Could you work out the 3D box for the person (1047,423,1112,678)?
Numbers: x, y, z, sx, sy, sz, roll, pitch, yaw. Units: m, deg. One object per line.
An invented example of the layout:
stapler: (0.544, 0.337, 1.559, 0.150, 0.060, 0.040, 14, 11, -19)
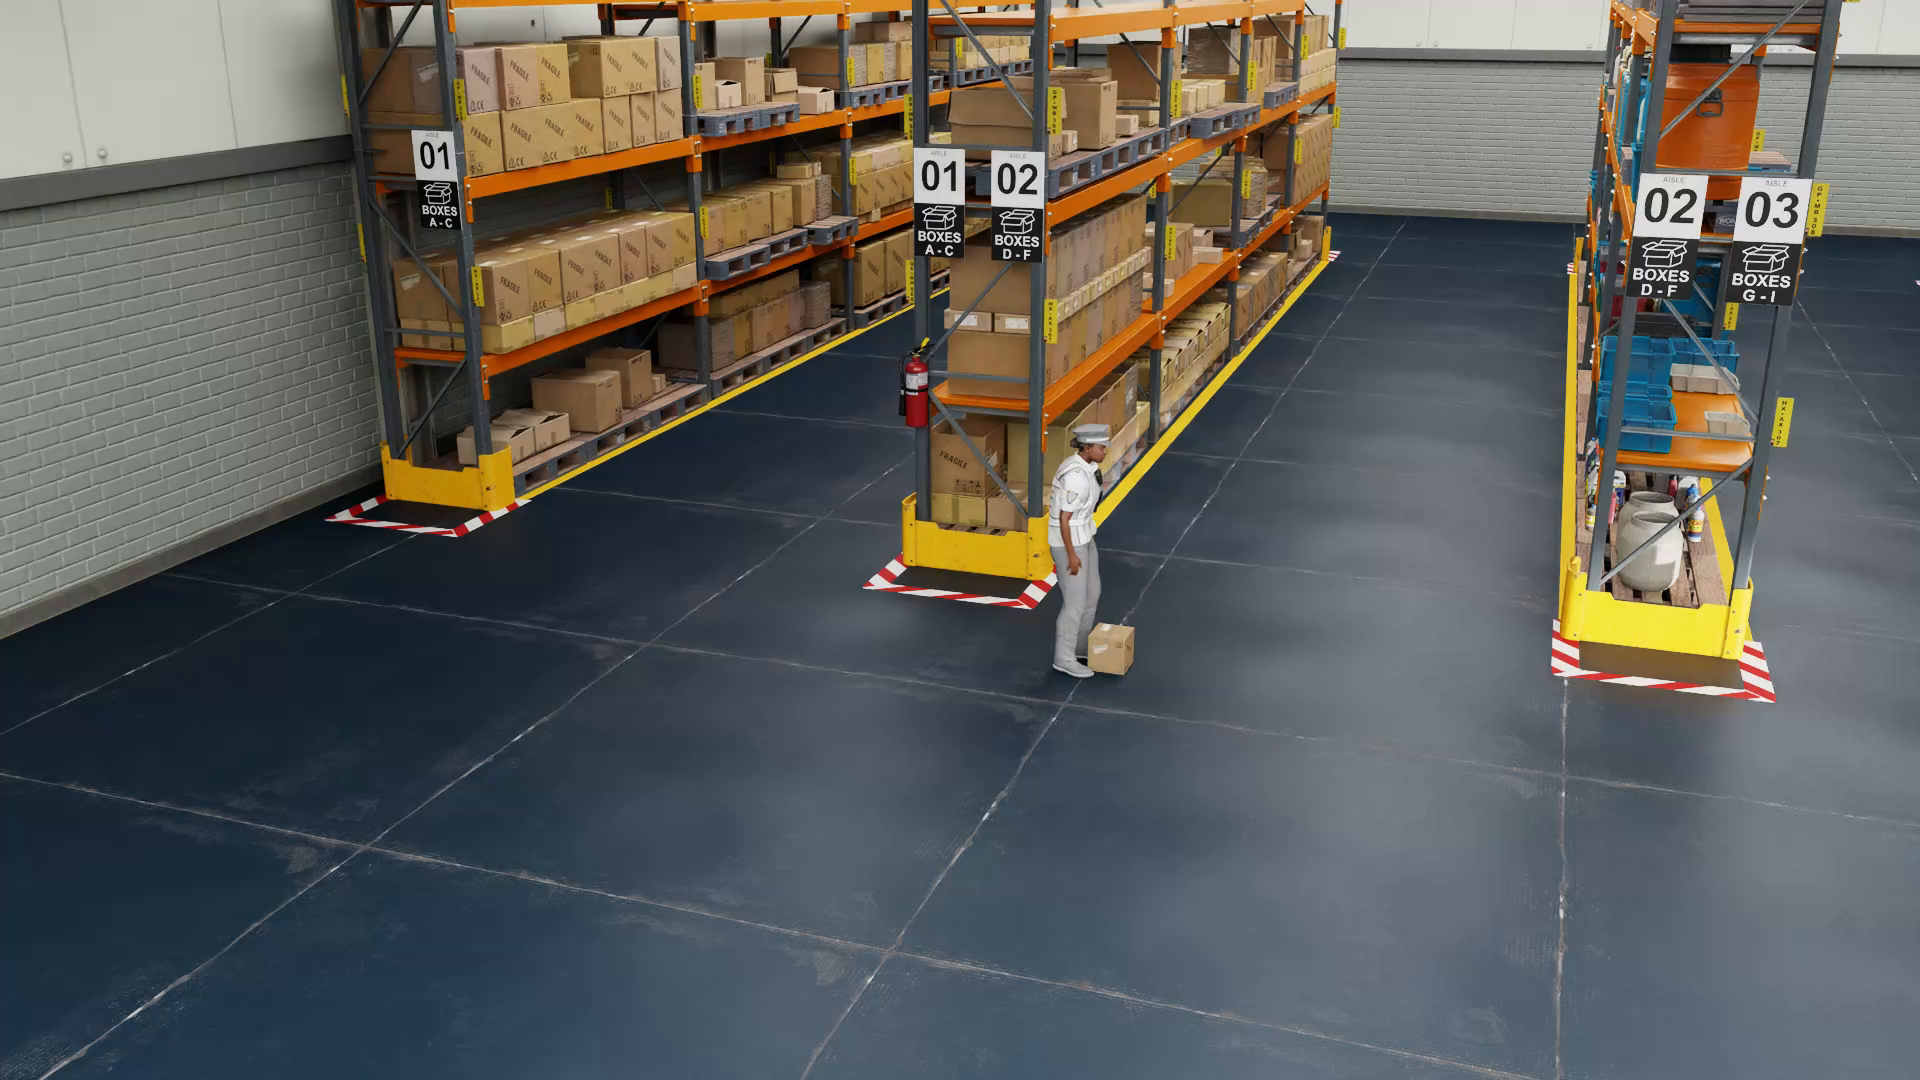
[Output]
person: (0.789, 0.046, 10.932, 0.423, 1.657, 0.488, 6, 20, 17)
